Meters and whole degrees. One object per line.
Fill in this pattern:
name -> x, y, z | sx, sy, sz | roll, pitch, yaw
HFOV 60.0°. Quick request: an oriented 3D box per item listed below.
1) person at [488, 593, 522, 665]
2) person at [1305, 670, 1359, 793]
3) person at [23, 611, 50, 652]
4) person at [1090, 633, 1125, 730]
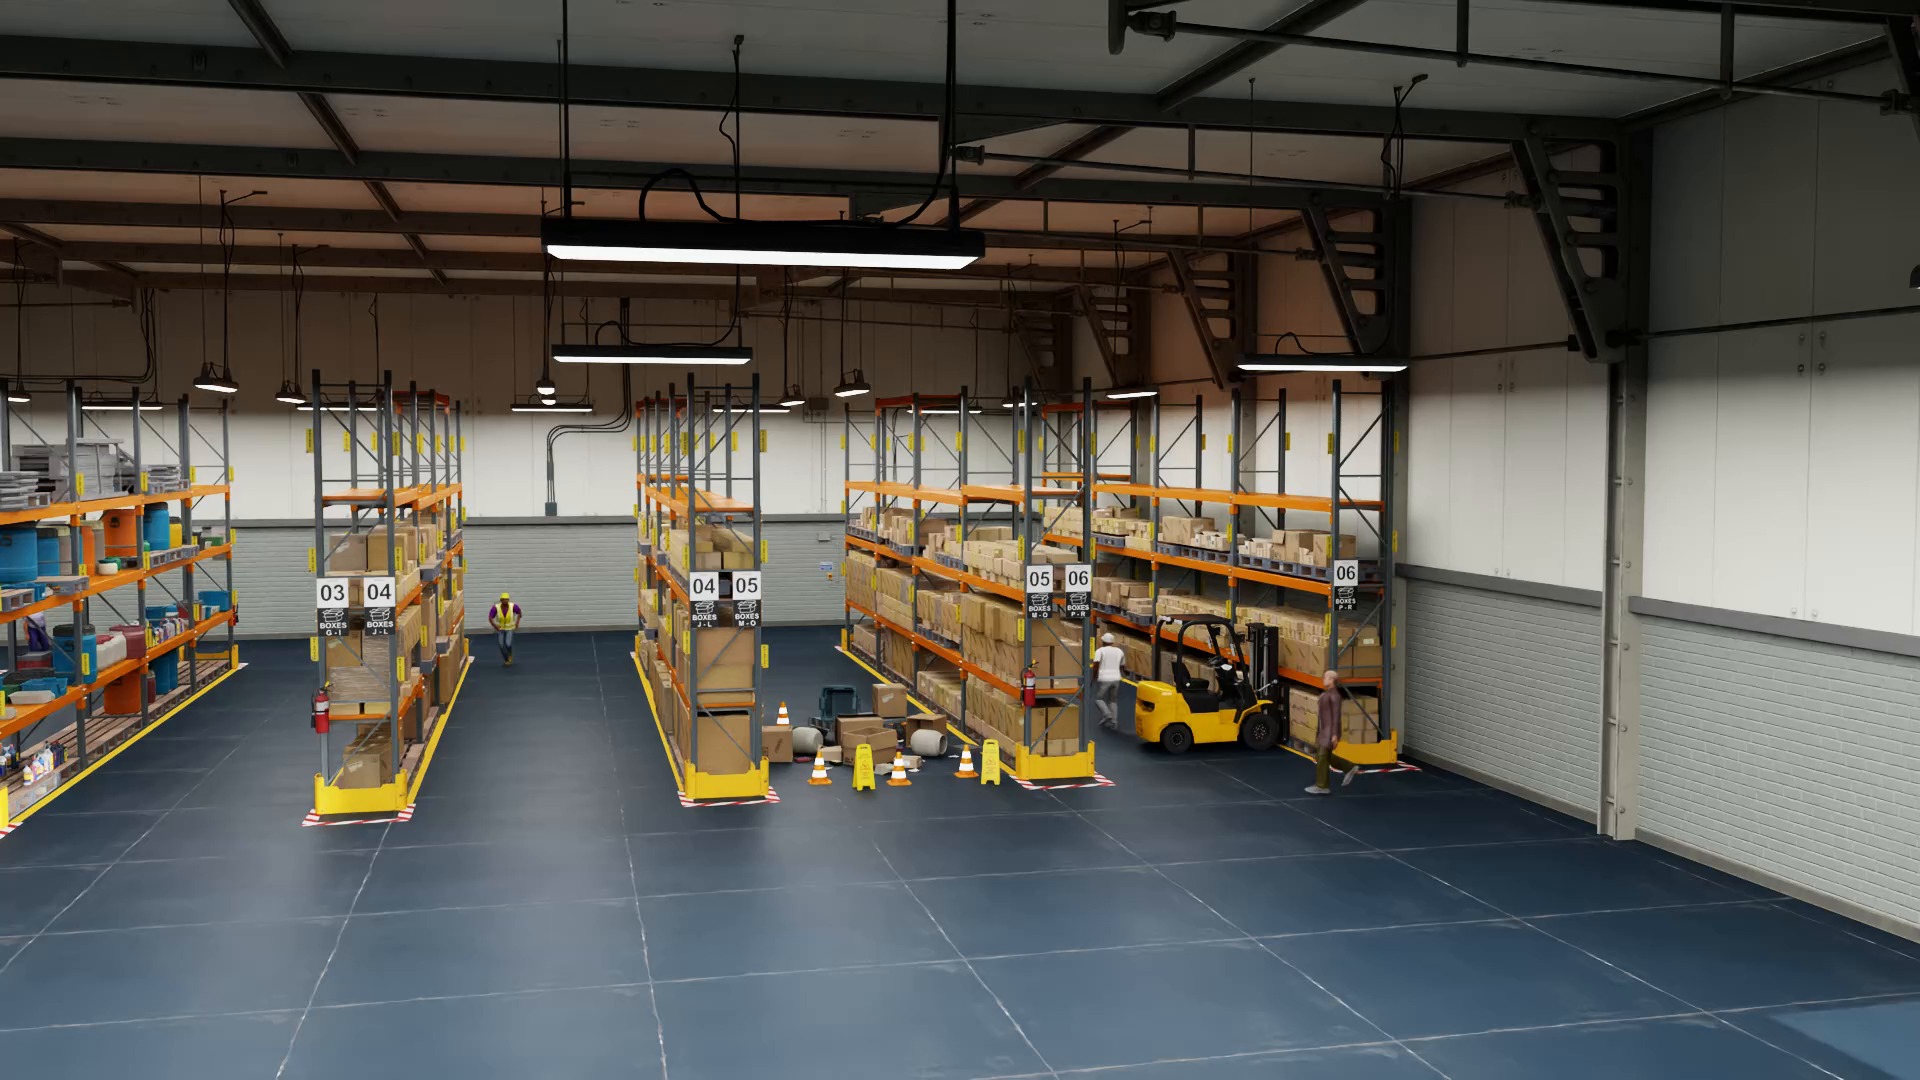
person -> -10.256, 2.006, 37.479 | 0.671, 1.666, 0.696 | 0, 3, -5
person -> 5.345, 2.735, 23.793 | 0.881, 1.754, 0.578 | -1, 3, -10
person -> -20.443, 2.051, 36.724 | 0.512, 1.639, 0.531 | 3, 4, 38
person -> 2.602, 2.450, 29.401 | 0.686, 1.609, 0.734 | -1, 3, -13
